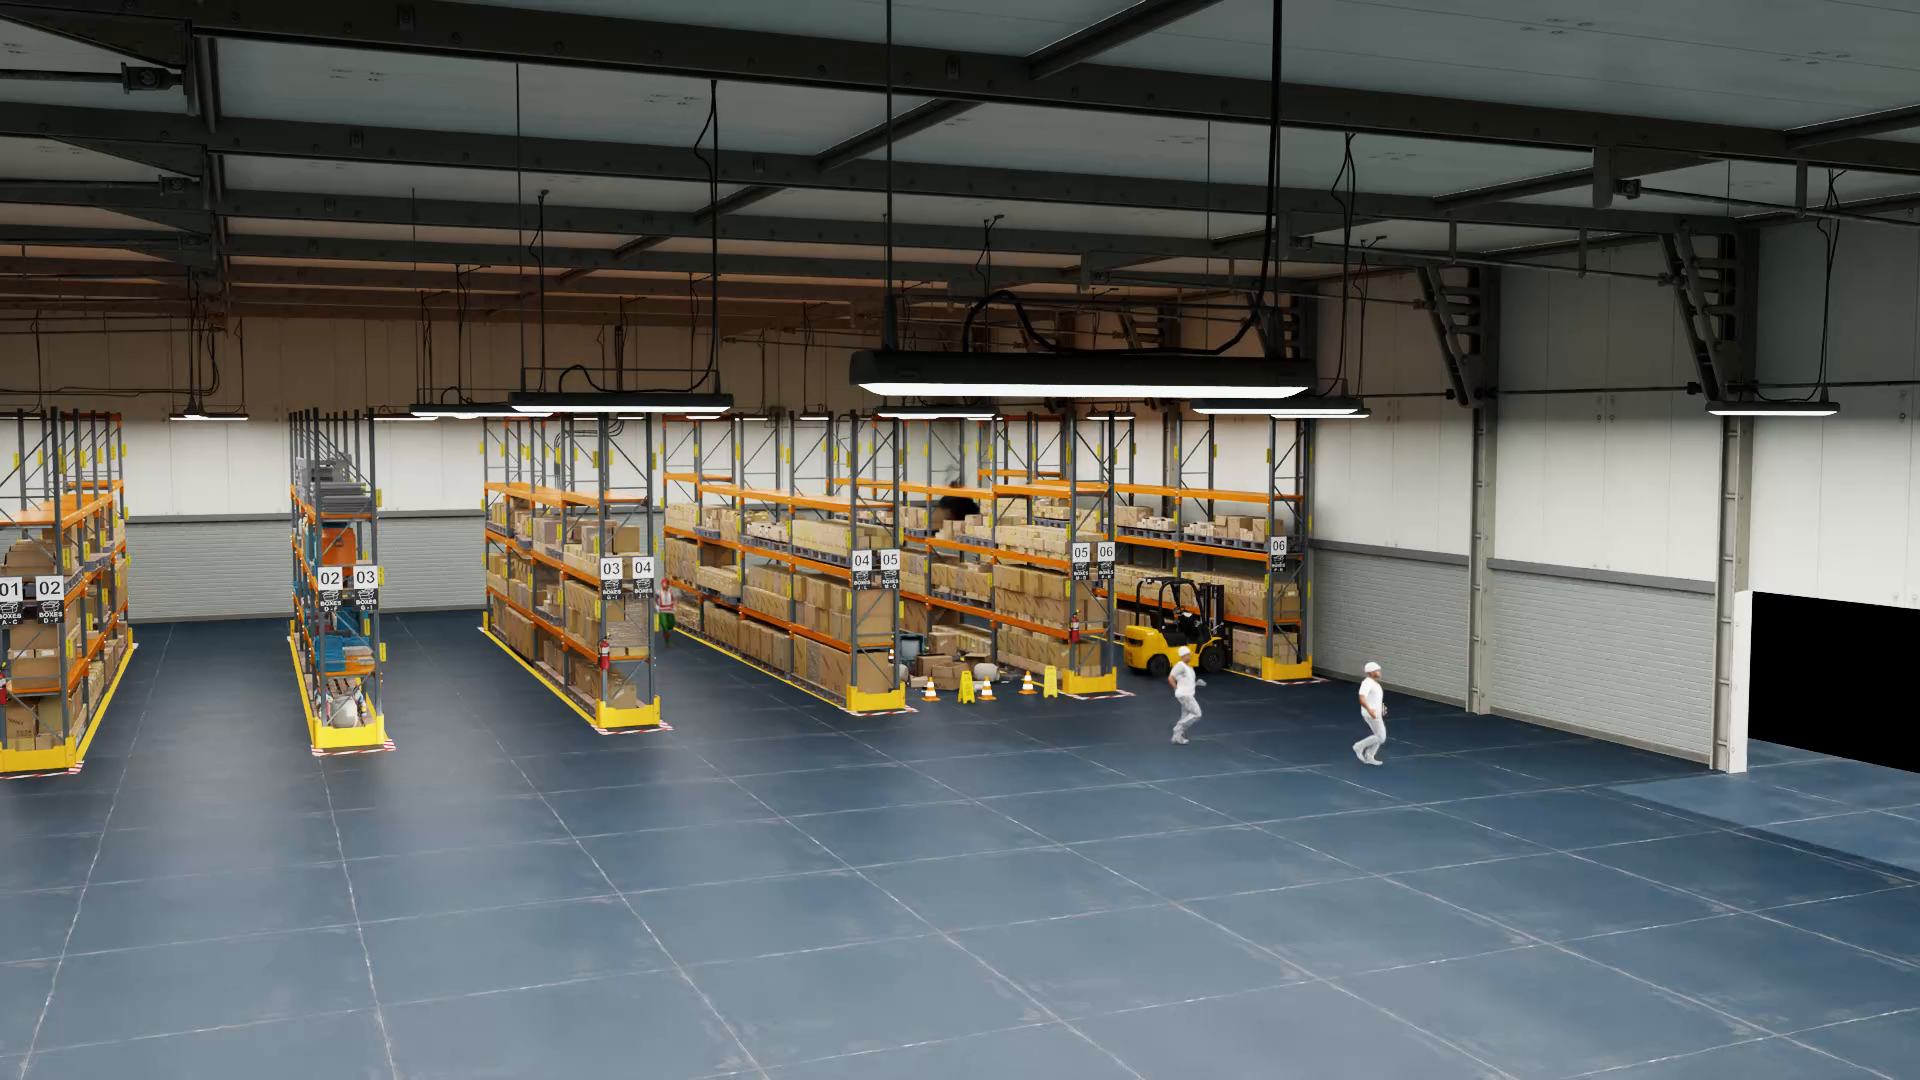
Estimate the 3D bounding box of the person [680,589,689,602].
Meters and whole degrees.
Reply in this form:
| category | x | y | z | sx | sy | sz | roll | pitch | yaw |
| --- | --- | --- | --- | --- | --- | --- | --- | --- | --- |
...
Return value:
| category | x | y | z | sx | sy | sz | roll | pitch | yaw |
| --- | --- | --- | --- | --- | --- | --- | --- | --- | --- |
| person | -8.138 | 1.405 | 49.428 | 0.754 | 1.751 | 0.703 | 1 | 4 | 17 |

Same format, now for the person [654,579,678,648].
| category | x | y | z | sx | sy | sz | roll | pitch | yaw |
| --- | --- | --- | --- | --- | --- | --- | --- | --- | --- |
| person | -7.604 | 1.867 | 42.923 | 0.661 | 1.747 | 0.871 | -2 | 4 | -26 |

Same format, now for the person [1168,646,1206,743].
| category | x | y | z | sx | sy | sz | roll | pitch | yaw |
| --- | --- | --- | --- | --- | --- | --- | --- | --- | --- |
| person | 4.062 | 2.763 | 29.607 | 0.624 | 1.737 | 0.670 | 1 | 4 | 17 |

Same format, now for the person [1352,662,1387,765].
| category | x | y | z | sx | sy | sz | roll | pitch | yaw |
| --- | --- | --- | --- | --- | --- | --- | --- | --- | --- |
| person | 6.878 | 2.909 | 27.874 | 0.546 | 1.726 | 0.693 | 2 | 4 | 22 |
